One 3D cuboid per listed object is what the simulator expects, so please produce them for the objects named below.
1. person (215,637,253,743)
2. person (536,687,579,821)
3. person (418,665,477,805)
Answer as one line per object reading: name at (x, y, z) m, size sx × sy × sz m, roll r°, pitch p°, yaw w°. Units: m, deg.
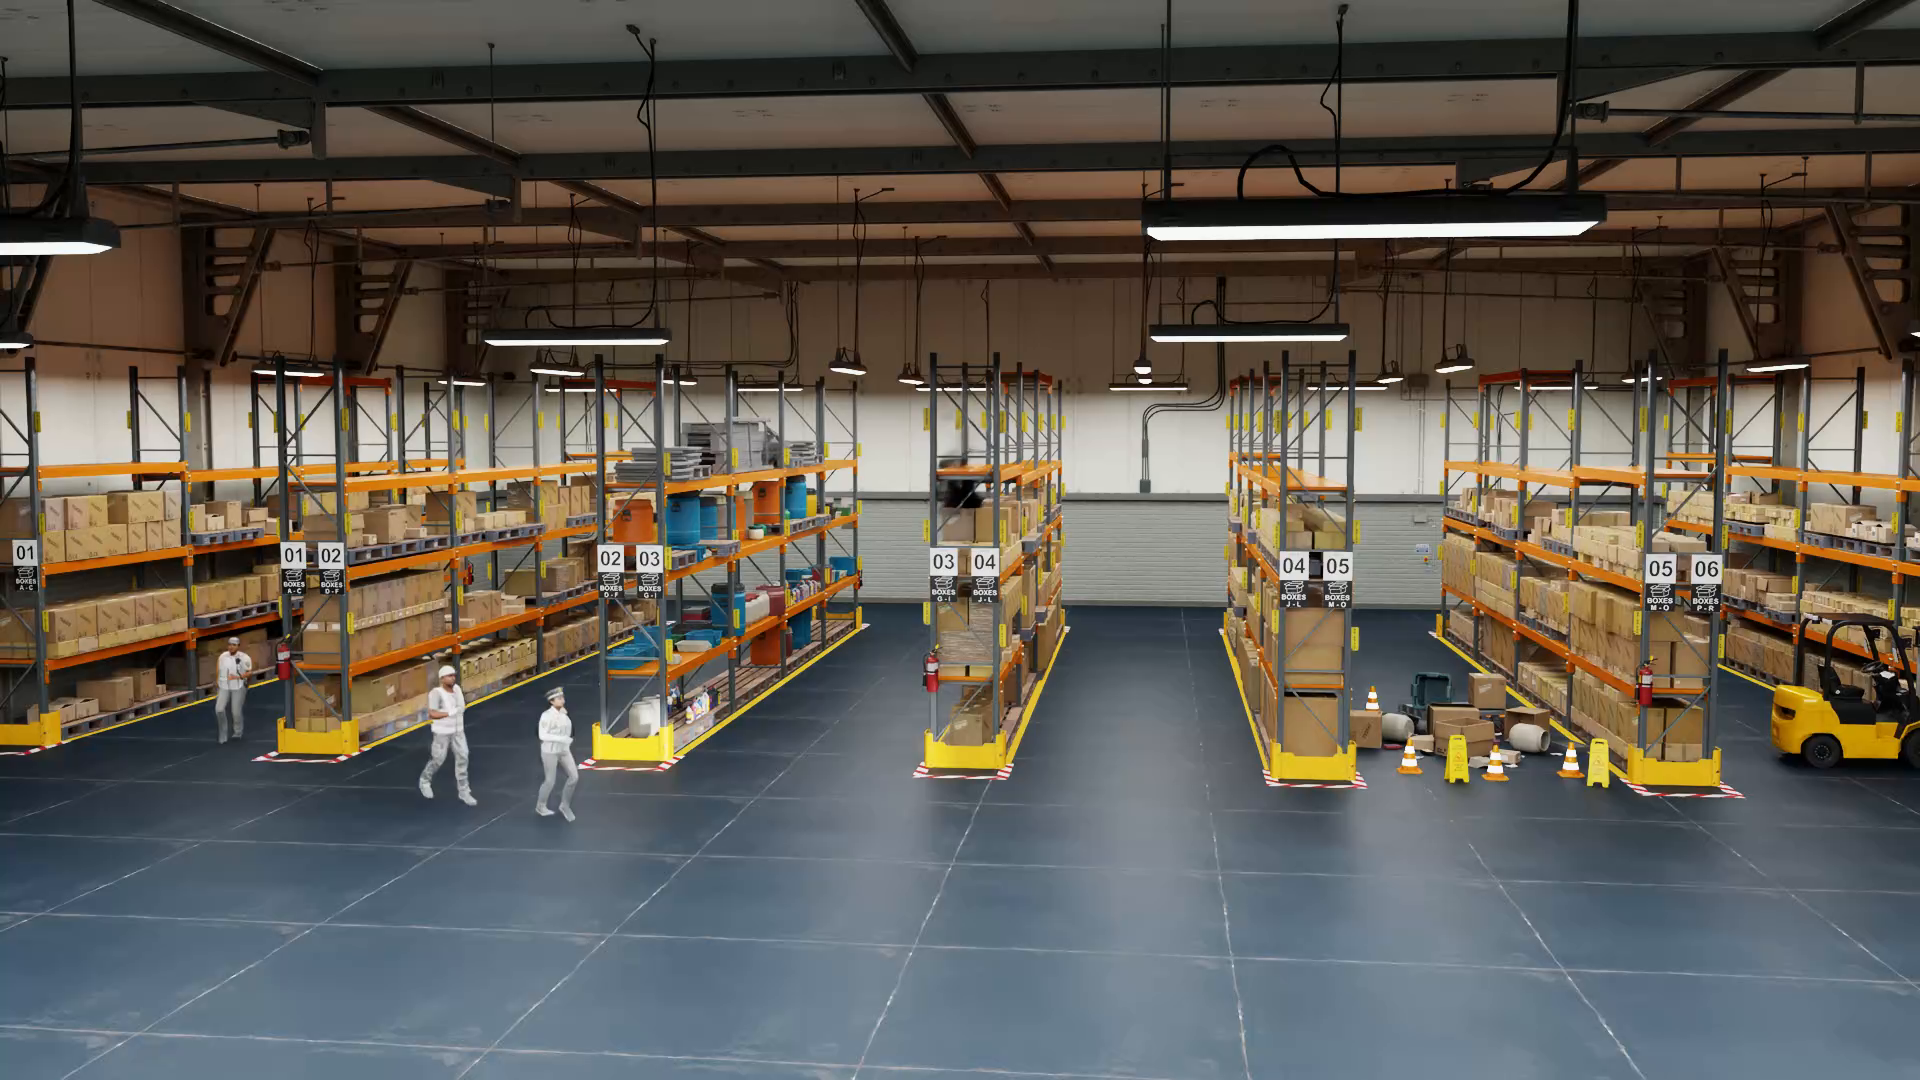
person at (-11.416, 2.357, 26.135) m, size 0.597 × 1.687 × 0.652 m, roll 0°, pitch 4°, yaw -7°
person at (-5.068, 2.696, 20.884) m, size 0.712 × 1.733 × 0.596 m, roll 3°, pitch 5°, yaw 33°
person at (-6.751, 2.545, 21.825) m, size 0.906 × 1.817 × 0.684 m, roll 2°, pitch 5°, yaw 30°
